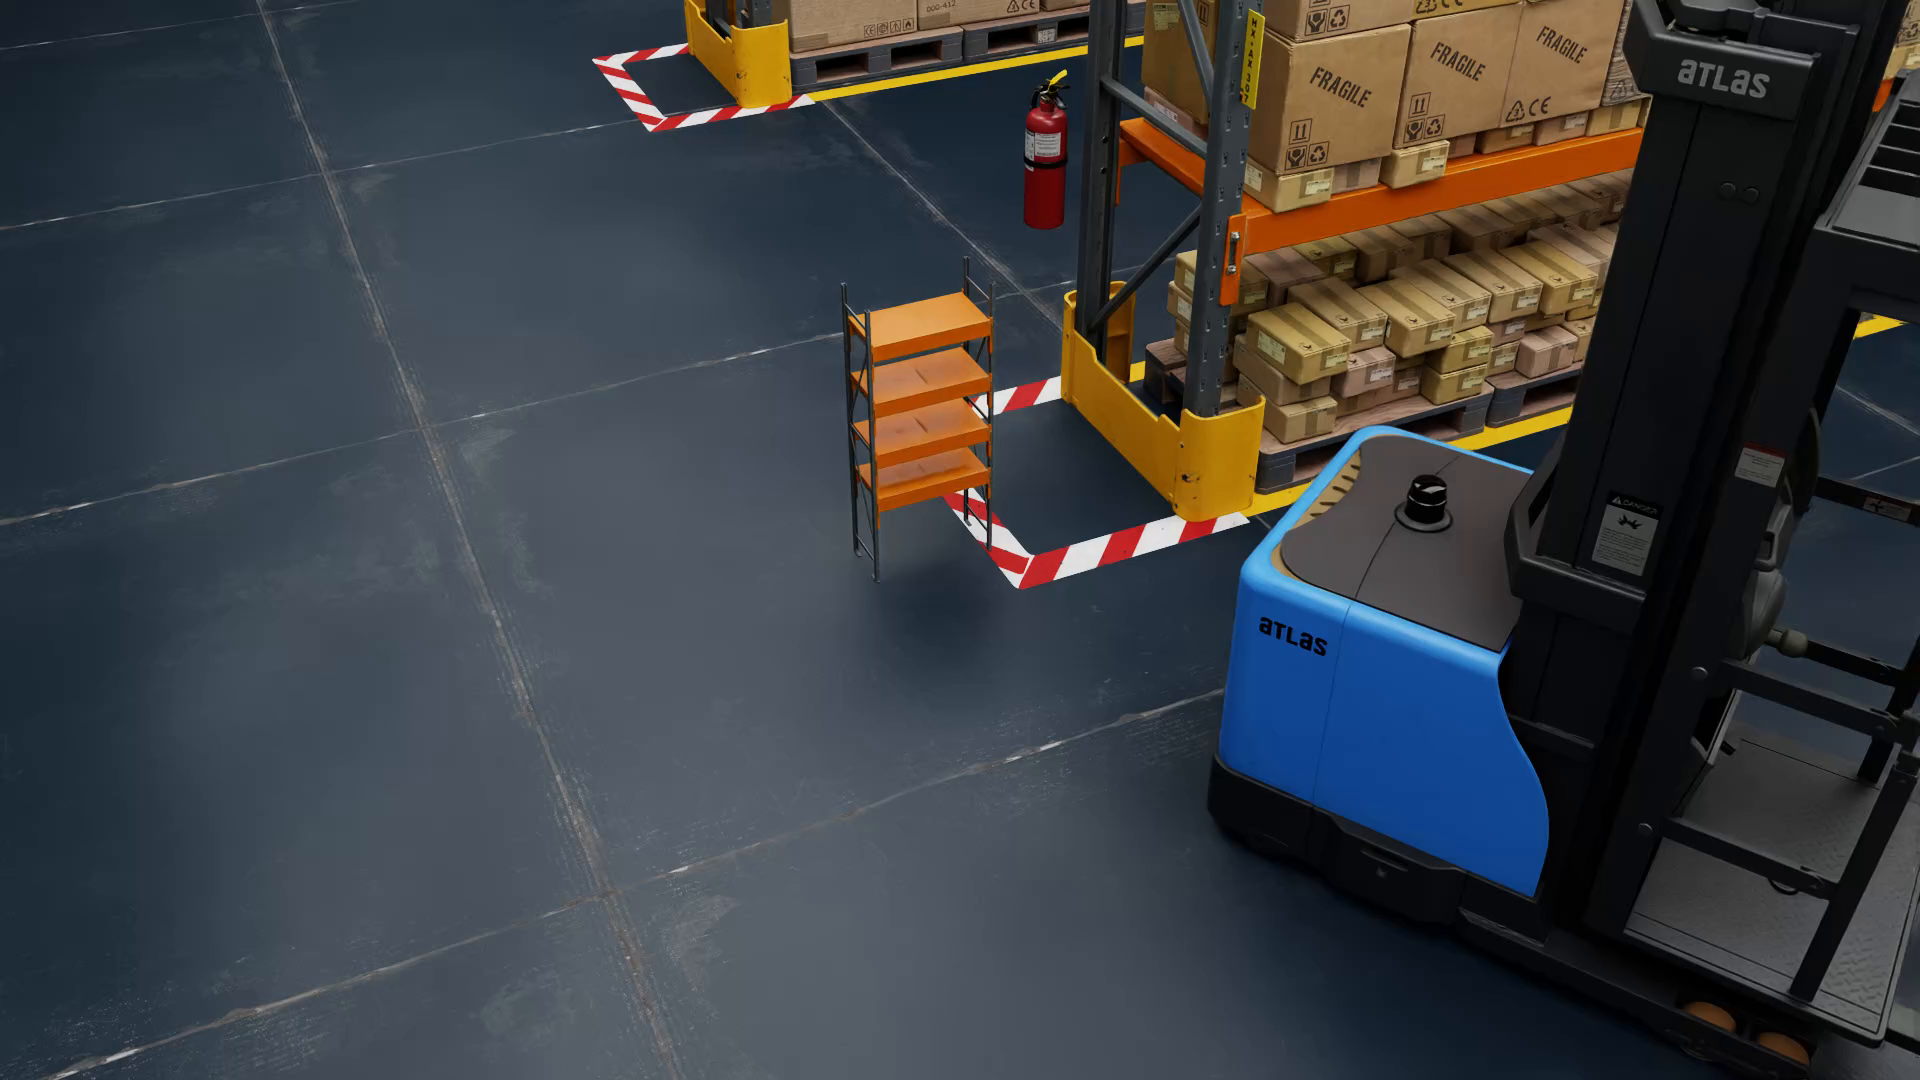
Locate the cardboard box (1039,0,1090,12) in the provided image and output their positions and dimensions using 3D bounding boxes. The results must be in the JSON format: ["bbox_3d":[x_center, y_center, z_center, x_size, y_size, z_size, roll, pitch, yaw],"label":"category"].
[{"bbox_3d":[0.777,-4.071,11.519,0.875,0.438,0.875,-17,40,-21],"label":"cardboard box"}]

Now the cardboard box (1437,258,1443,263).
[{"bbox_3d":[2.065,-1.304,7.781,0.250,0.149,0.380,-15,39,-19],"label":"cardboard box"}]

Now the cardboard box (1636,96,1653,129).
[{"bbox_3d":[2.852,-1.881,6.980,0.250,0.149,0.380,-15,39,-19],"label":"cardboard box"}]

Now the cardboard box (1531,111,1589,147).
[{"bbox_3d":[2.354,-1.775,6.837,0.250,0.149,0.380,-16,40,-21],"label":"cardboard box"}]

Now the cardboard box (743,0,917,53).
[{"bbox_3d":[-0.865,-3.607,10.894,0.875,0.438,0.875,-17,40,-21],"label":"cardboard box"}]

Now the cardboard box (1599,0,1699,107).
[{"bbox_3d":[2.680,-2.126,6.765,0.500,0.500,0.500,-17,40,-21],"label":"cardboard box"}]

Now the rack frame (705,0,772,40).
[{"bbox_3d":[-1.420,-4.247,9.958,0.127,3.000,1.000,-16,39,-20],"label":"rack frame"}]

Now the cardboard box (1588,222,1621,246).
[{"bbox_3d":[3.035,-1.278,7.496,0.250,0.149,0.380,-17,40,-22],"label":"cardboard box"}]

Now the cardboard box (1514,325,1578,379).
[{"bbox_3d":[2.540,-0.901,7.488,0.250,0.149,0.380,-18,40,-22],"label":"cardboard box"}]

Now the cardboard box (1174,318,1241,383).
[{"bbox_3d":[1.163,-0.872,7.449,0.250,0.149,0.380,-15,39,-19],"label":"cardboard box"}]

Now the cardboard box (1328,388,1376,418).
[{"bbox_3d":[1.588,-0.697,7.212,0.250,0.149,0.380,-16,39,-20],"label":"cardboard box"}]

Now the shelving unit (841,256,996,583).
[{"bbox_3d":[-0.150,-0.440,6.336,0.503,1.200,0.258,-16,39,-20],"label":"shelving unit"}]

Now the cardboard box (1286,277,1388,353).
[{"bbox_3d":[1.592,-0.950,7.054,0.250,0.149,0.380,-15,39,-19],"label":"cardboard box"}]

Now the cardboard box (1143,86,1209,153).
[{"bbox_3d":[0.950,-1.737,6.785,0.250,0.149,0.380,-16,39,-20],"label":"cardboard box"}]

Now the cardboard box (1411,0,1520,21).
[{"bbox_3d":[1.748,-2.266,6.114,0.500,0.500,0.500,-14,39,-19],"label":"cardboard box"}]

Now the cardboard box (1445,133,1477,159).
[{"bbox_3d":[1.863,-1.673,6.698,0.250,0.149,0.380,-14,39,-18],"label":"cardboard box"}]

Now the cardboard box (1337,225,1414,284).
[{"bbox_3d":[1.840,-1.334,7.572,0.250,0.149,0.380,-17,40,-22],"label":"cardboard box"}]

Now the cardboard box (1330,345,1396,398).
[{"bbox_3d":[1.630,-0.779,7.073,0.250,0.149,0.380,-16,39,-20],"label":"cardboard box"}]

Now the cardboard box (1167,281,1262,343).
[{"bbox_3d":[1.132,-1.034,7.416,0.250,0.149,0.380,-17,40,-21],"label":"cardboard box"}]

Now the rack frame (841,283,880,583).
[{"bbox_3d":[-0.371,-0.378,6.253,0.015,1.200,0.240,-16,39,-20],"label":"rack frame"}]

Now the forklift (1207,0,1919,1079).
[{"bbox_3d":[2.322,0.006,4.282,3.031,2.935,1.130,21,42,26],"label":"forklift"}]

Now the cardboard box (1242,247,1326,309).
[{"bbox_3d":[1.399,-1.169,7.349,0.250,0.149,0.380,-15,39,-19],"label":"cardboard box"}]

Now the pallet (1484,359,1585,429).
[{"bbox_3d":[2.697,-0.995,7.915,1.213,0.211,1.003,-16,39,-20],"label":"pallet"}]

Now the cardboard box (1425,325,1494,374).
[{"bbox_3d":[2.093,-0.895,7.230,0.250,0.149,0.380,-14,39,-19],"label":"cardboard box"}]

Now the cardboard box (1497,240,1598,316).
[{"bbox_3d":[2.577,-1.159,7.335,0.250,0.149,0.380,-15,39,-19],"label":"cardboard box"}]

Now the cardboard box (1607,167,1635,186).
[{"bbox_3d":[3.287,-1.696,8.060,0.250,0.149,0.380,-17,40,-21],"label":"cardboard box"}]

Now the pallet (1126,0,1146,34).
[{"bbox_3d":[1.480,-3.989,11.951,1.213,0.211,1.003,-16,39,-20],"label":"pallet"}]

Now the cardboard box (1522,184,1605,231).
[{"bbox_3d":[2.811,-1.562,7.879,0.250,0.149,0.380,-17,40,-22],"label":"cardboard box"}]

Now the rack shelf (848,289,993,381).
[{"bbox_3d":[-0.150,-0.756,6.102,0.480,0.148,0.258,-16,39,-20],"label":"rack shelf"}]

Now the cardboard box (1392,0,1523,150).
[{"bbox_3d":[1.773,-1.876,6.428,0.500,0.500,0.500,-16,39,-20],"label":"cardboard box"}]

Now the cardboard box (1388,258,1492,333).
[{"bbox_3d":[2.064,-1.052,7.191,0.250,0.149,0.380,-18,40,-22],"label":"cardboard box"}]

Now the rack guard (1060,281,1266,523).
[{"bbox_3d":[0.844,-0.618,7.164,0.348,0.500,1.175,-16,39,-20],"label":"rack guard"}]

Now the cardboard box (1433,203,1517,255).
[{"bbox_3d":[2.346,-1.439,7.714,0.250,0.149,0.380,-17,40,-21],"label":"cardboard box"}]

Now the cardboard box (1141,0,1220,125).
[{"bbox_3d":[1.073,-2.015,6.615,0.500,0.500,0.500,-15,39,-19],"label":"cardboard box"}]

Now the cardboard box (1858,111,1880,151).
[{"bbox_3d":[4.959,-2.103,8.814,0.500,0.500,0.500,-16,40,-21],"label":"cardboard box"}]

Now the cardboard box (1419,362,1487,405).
[{"bbox_3d":[2.087,-0.769,7.310,0.250,0.149,0.380,-15,39,-19],"label":"cardboard box"}]

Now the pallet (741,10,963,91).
[{"bbox_3d":[-0.729,-3.371,11.118,1.213,0.211,1.003,-16,39,-20],"label":"pallet"}]

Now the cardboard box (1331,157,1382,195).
[{"bbox_3d":[1.421,-1.494,6.457,0.250,0.149,0.380,-14,39,-18],"label":"cardboard box"}]

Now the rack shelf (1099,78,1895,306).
[{"bbox_3d":[2.586,-1.820,7.290,4.000,0.370,1.077,-16,39,-20],"label":"rack shelf"}]

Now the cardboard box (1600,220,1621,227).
[{"bbox_3d":[3.031,-1.522,8.075,0.250,0.149,0.380,-14,39,-18],"label":"cardboard box"}]

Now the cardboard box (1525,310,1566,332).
[{"bbox_3d":[2.520,-1.105,7.512,0.250,0.149,0.380,-14,39,-18],"label":"cardboard box"}]

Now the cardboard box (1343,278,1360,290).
[{"bbox_3d":[1.601,-1.166,7.595,0.250,0.149,0.380,-17,40,-22],"label":"cardboard box"}]

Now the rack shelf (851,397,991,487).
[{"bbox_3d":[-0.150,-0.386,6.376,0.480,0.148,0.258,-16,39,-20],"label":"rack shelf"}]
